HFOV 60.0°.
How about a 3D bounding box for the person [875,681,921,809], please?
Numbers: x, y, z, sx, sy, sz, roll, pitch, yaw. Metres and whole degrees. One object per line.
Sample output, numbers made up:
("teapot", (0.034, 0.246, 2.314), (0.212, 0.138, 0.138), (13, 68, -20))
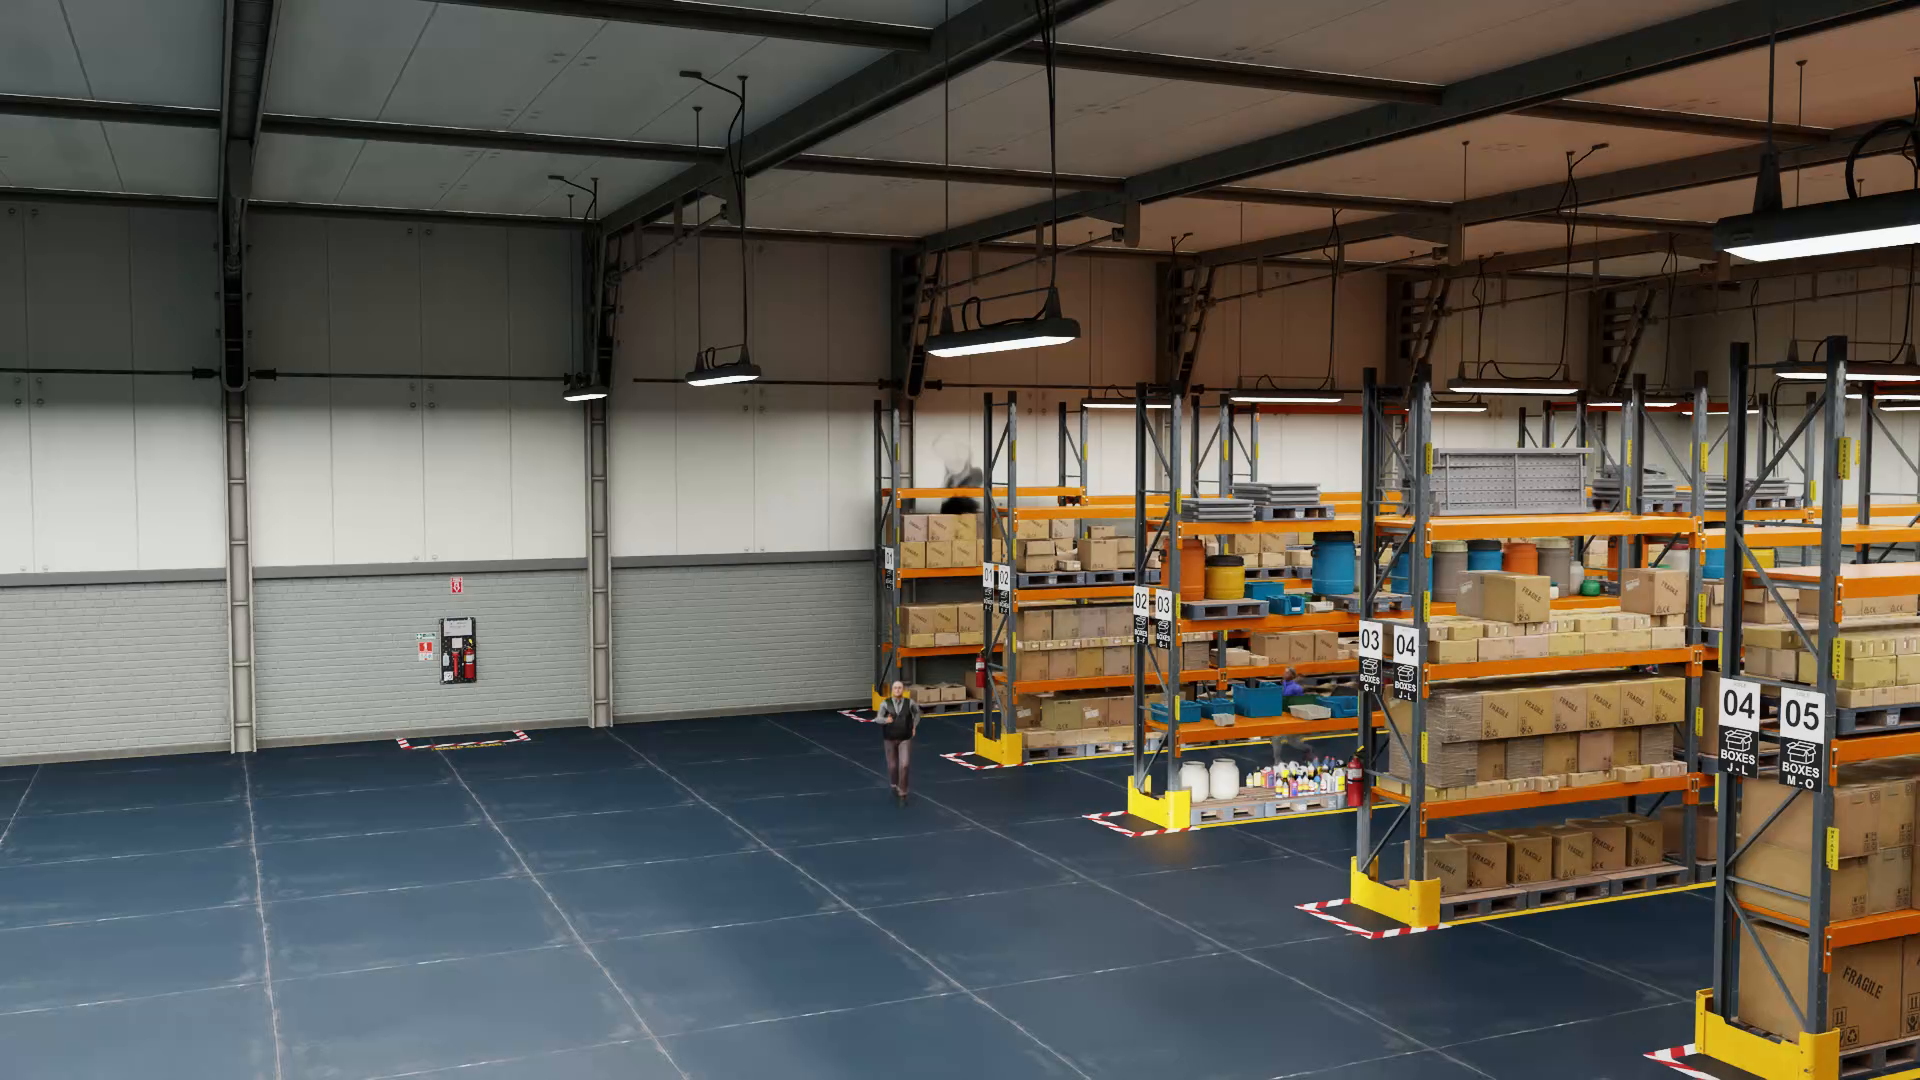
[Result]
("person", (-0.887, 2.907, 23.851), (0.644, 1.772, 0.750), (0, 3, 2))

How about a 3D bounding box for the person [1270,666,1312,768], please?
("person", (5.218, 2.819, 26.374), (0.834, 1.612, 0.588), (-2, 4, -35))
